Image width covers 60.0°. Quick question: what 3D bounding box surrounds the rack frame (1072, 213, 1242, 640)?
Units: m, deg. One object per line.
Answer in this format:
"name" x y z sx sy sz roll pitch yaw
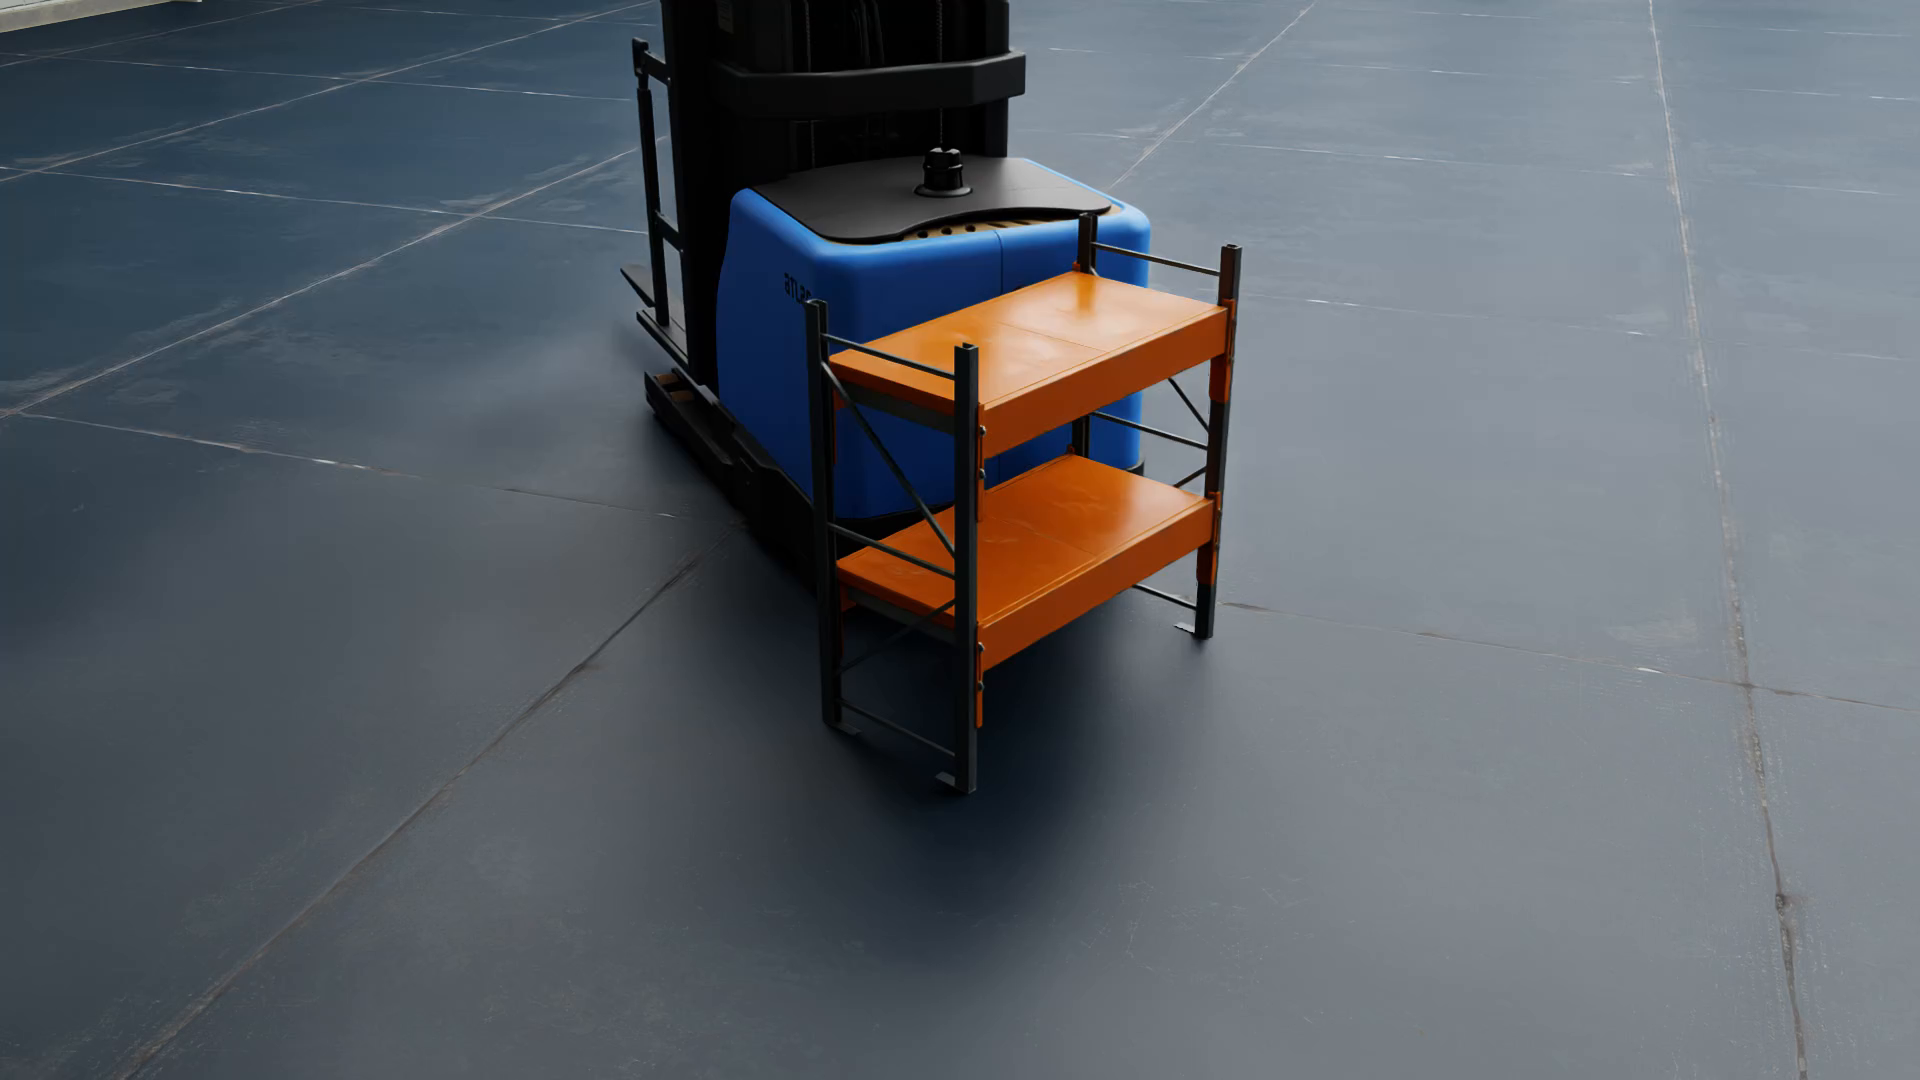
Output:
"rack frame" 0.517 -0.302 4.583 0.500 1.125 0.032 21 33 37

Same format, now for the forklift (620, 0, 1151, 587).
"forklift" -0.520 -1.769 5.540 1.130 2.935 3.031 -11 28 -22

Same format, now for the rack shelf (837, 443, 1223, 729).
"rack shelf" 0.180 0.084 4.347 0.538 0.278 1.000 21 33 37

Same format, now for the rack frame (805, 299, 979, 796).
"rack frame" -0.157 0.030 3.898 0.500 1.125 0.032 21 33 37

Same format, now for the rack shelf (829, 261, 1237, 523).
"rack shelf" 0.180 -0.400 4.113 0.538 0.278 1.000 21 33 37

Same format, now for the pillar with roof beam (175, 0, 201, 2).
"pillar with roof beam" -3.271 -8.647 12.783 9.100 9.000 0.400 9 27 17

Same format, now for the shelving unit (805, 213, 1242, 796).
"shelving unit" 0.180 -0.136 4.240 0.538 1.125 1.048 21 33 37
